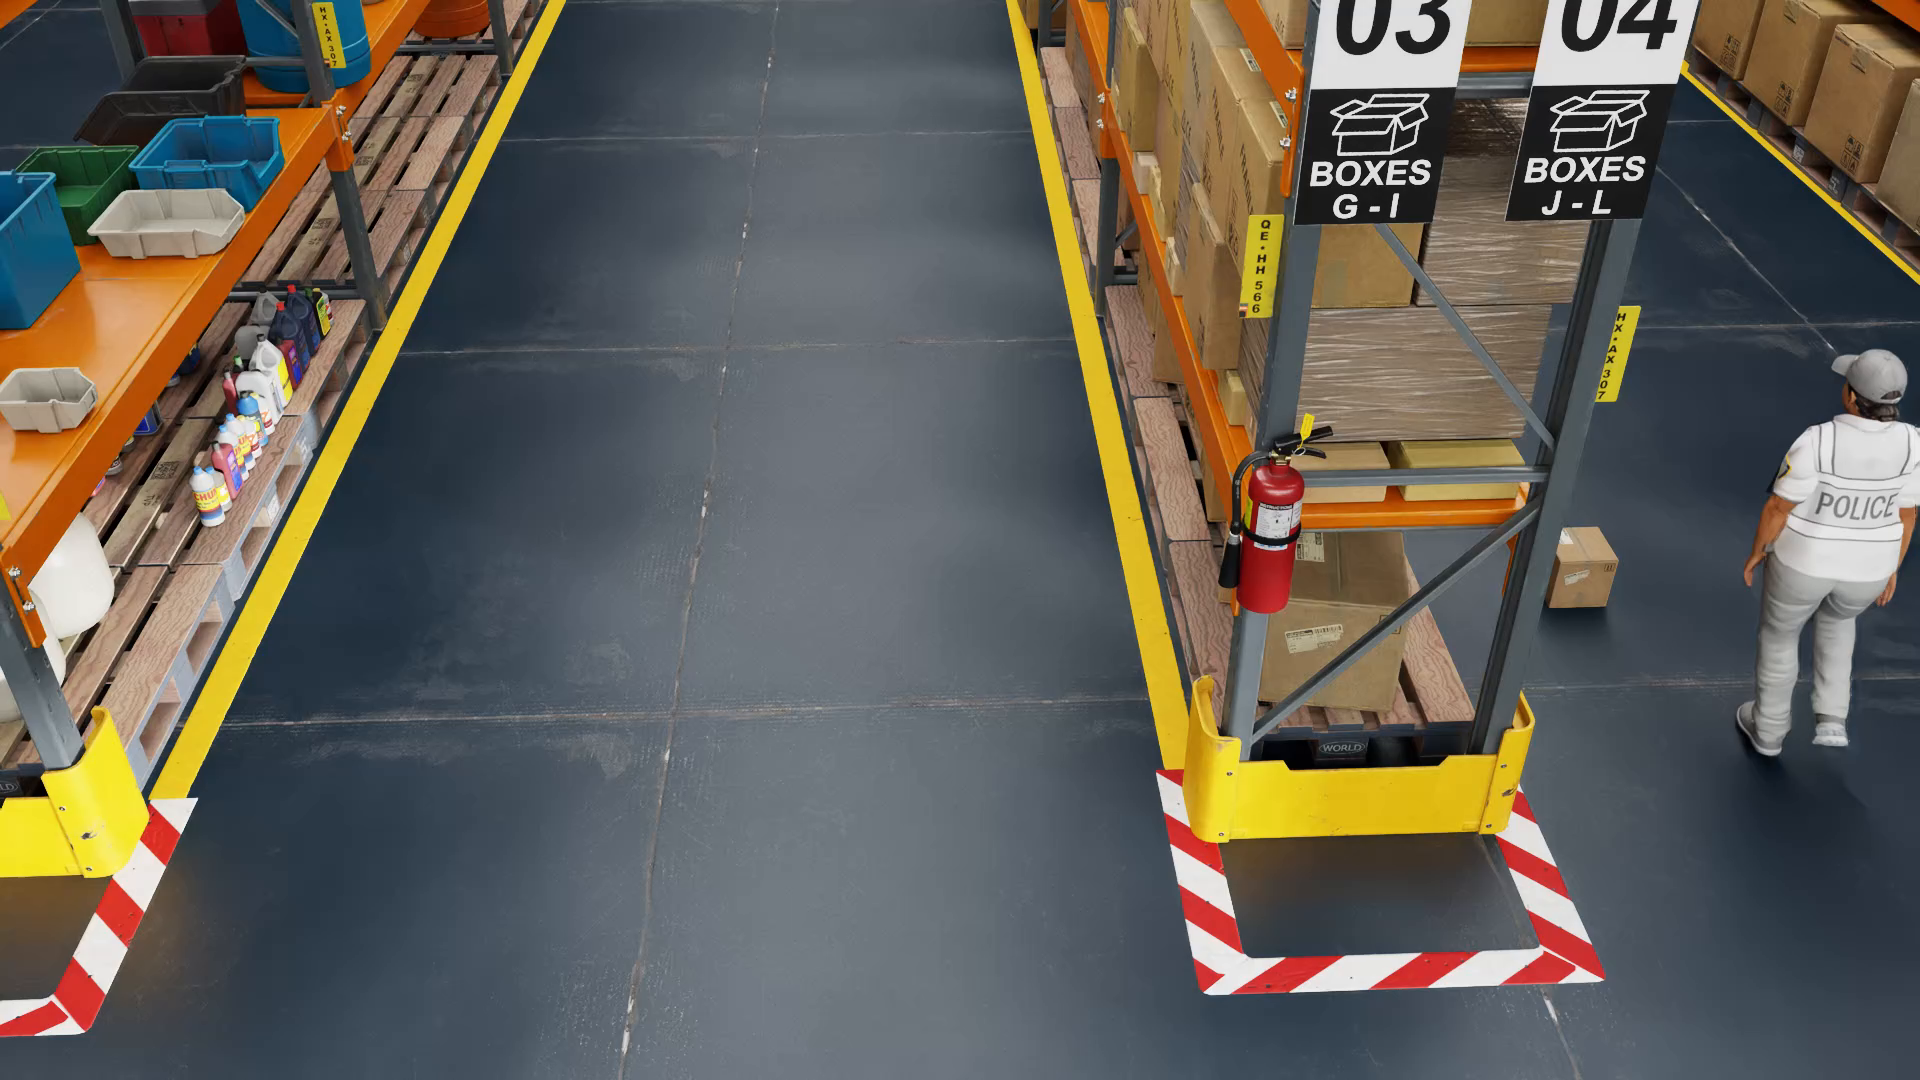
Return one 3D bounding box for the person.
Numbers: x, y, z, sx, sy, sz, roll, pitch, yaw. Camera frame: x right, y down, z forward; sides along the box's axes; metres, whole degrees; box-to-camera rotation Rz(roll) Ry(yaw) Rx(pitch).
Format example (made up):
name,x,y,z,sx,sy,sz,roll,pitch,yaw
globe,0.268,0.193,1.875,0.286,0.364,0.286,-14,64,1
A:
name,x,y,z,sx,sy,sz,roll,pitch,yaw
person,3.113,0.077,5.990,0.535,1.661,0.459,3,36,5
